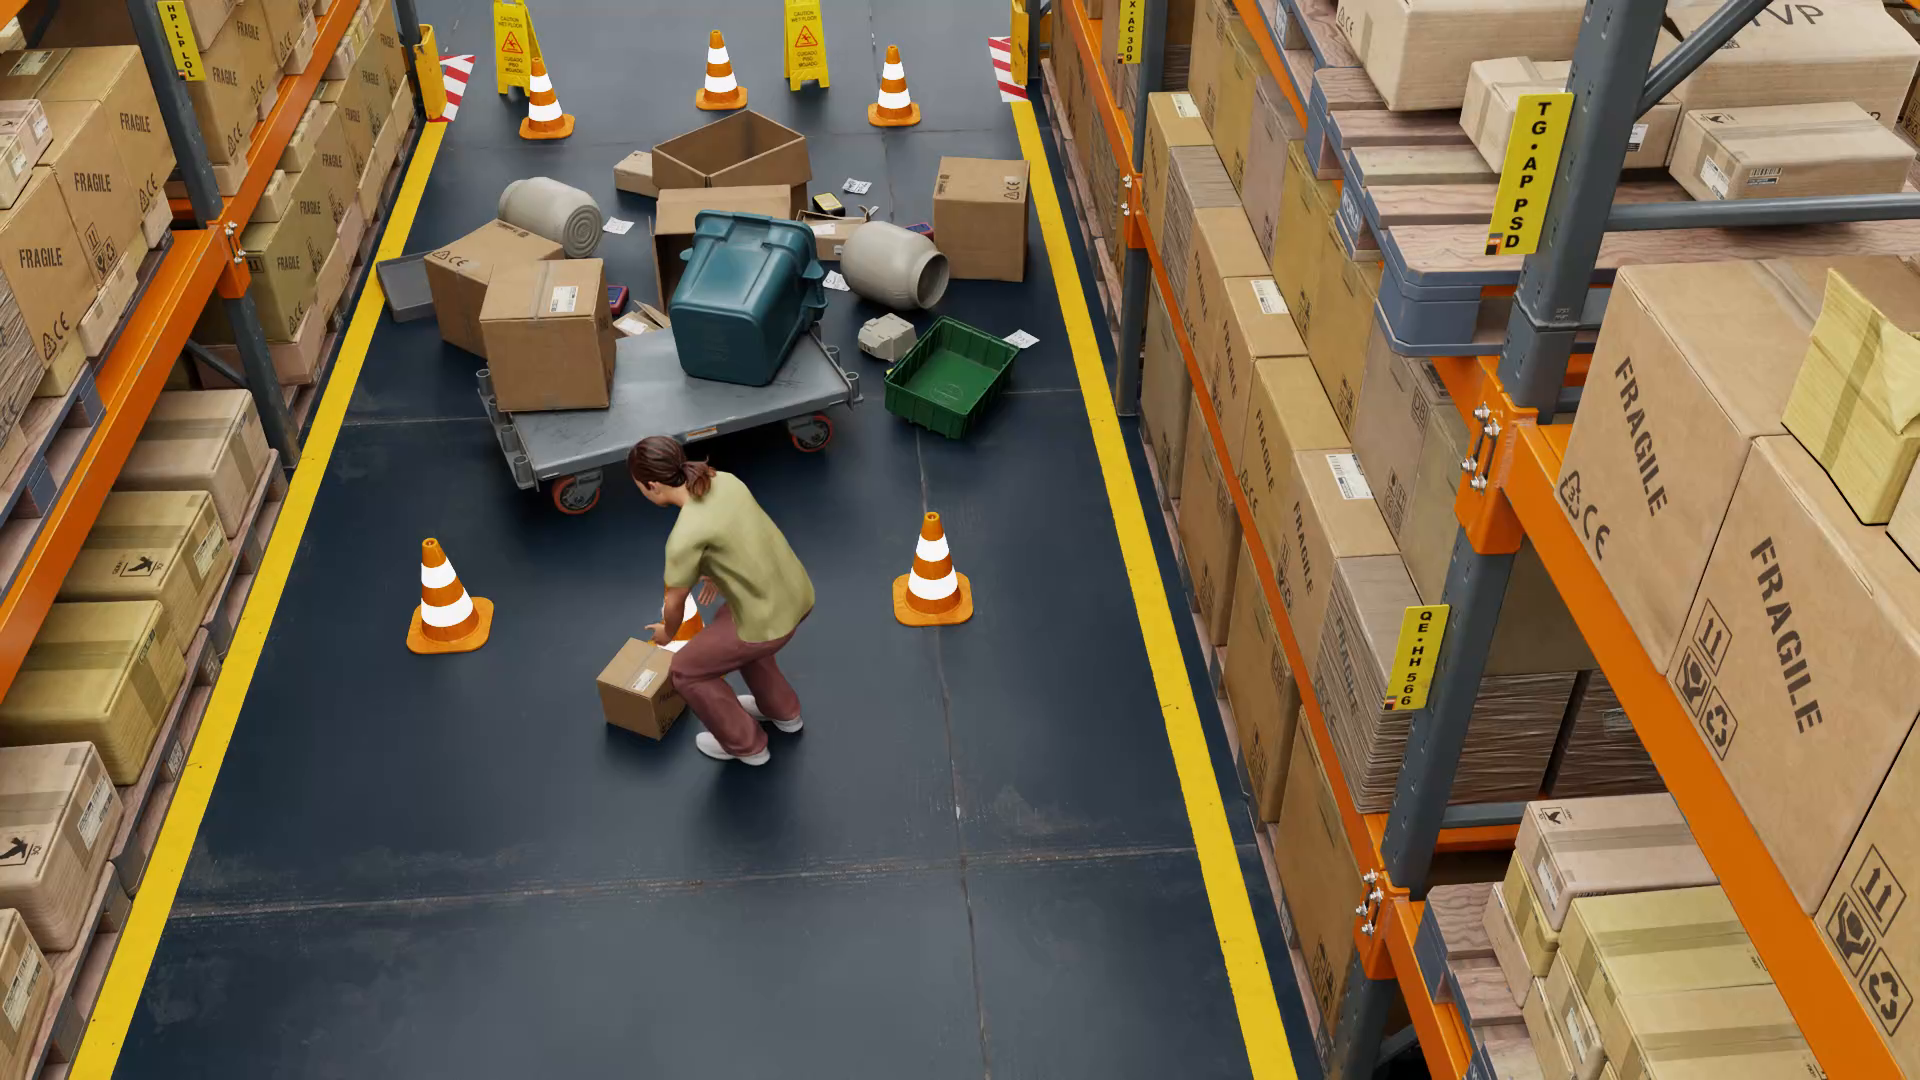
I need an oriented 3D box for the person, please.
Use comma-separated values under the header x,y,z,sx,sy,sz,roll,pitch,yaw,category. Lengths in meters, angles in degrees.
x,y,z,sx,sy,sz,roll,pitch,yaw,category
-0.862,0.245,6.086,0.634,1.390,0.510,16,42,19,person
